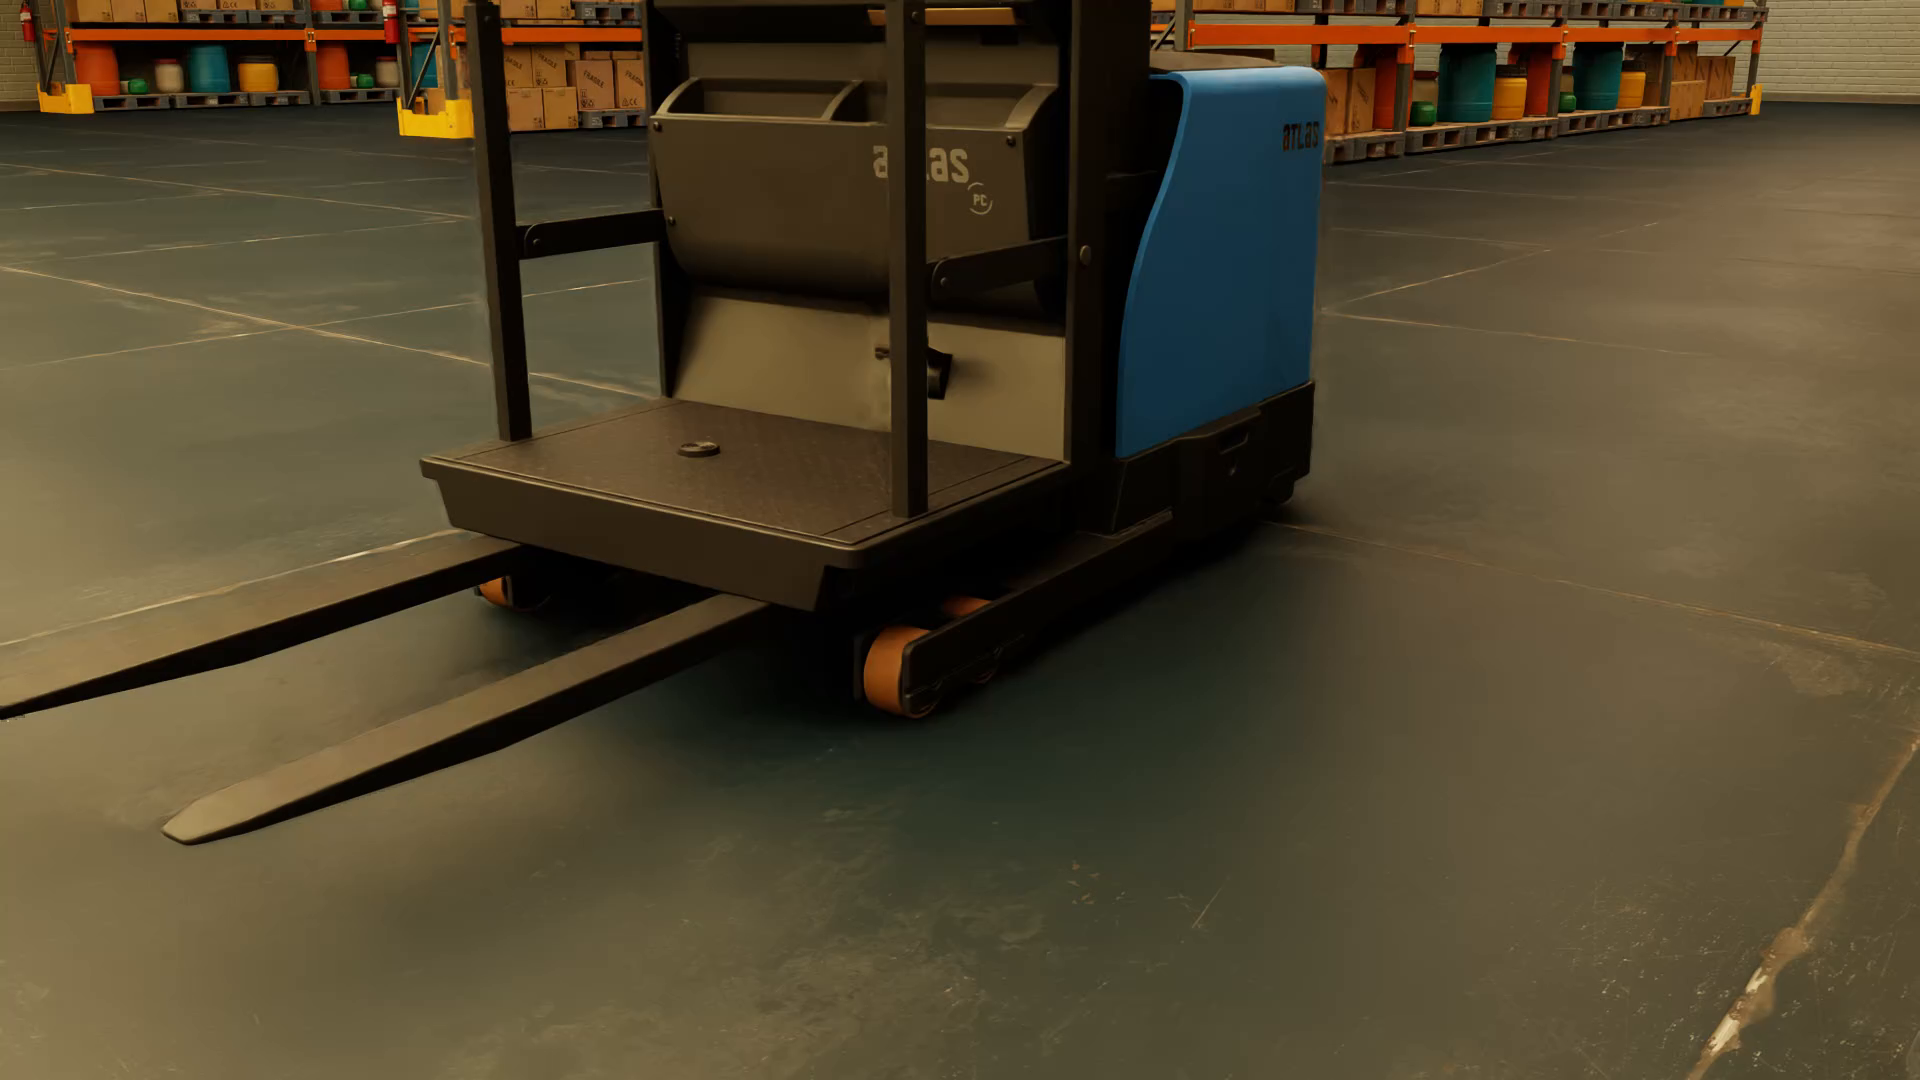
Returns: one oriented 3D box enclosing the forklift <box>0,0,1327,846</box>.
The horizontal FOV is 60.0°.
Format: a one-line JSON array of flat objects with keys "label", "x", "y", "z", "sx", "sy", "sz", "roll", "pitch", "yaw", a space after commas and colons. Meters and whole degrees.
[{"label": "forklift", "x": -0.346, "y": -1.246, "z": 3.001, "sx": 1.130, "sy": 2.935, "sz": 3.031, "roll": 11, "pitch": 20, "yaw": 33}]
